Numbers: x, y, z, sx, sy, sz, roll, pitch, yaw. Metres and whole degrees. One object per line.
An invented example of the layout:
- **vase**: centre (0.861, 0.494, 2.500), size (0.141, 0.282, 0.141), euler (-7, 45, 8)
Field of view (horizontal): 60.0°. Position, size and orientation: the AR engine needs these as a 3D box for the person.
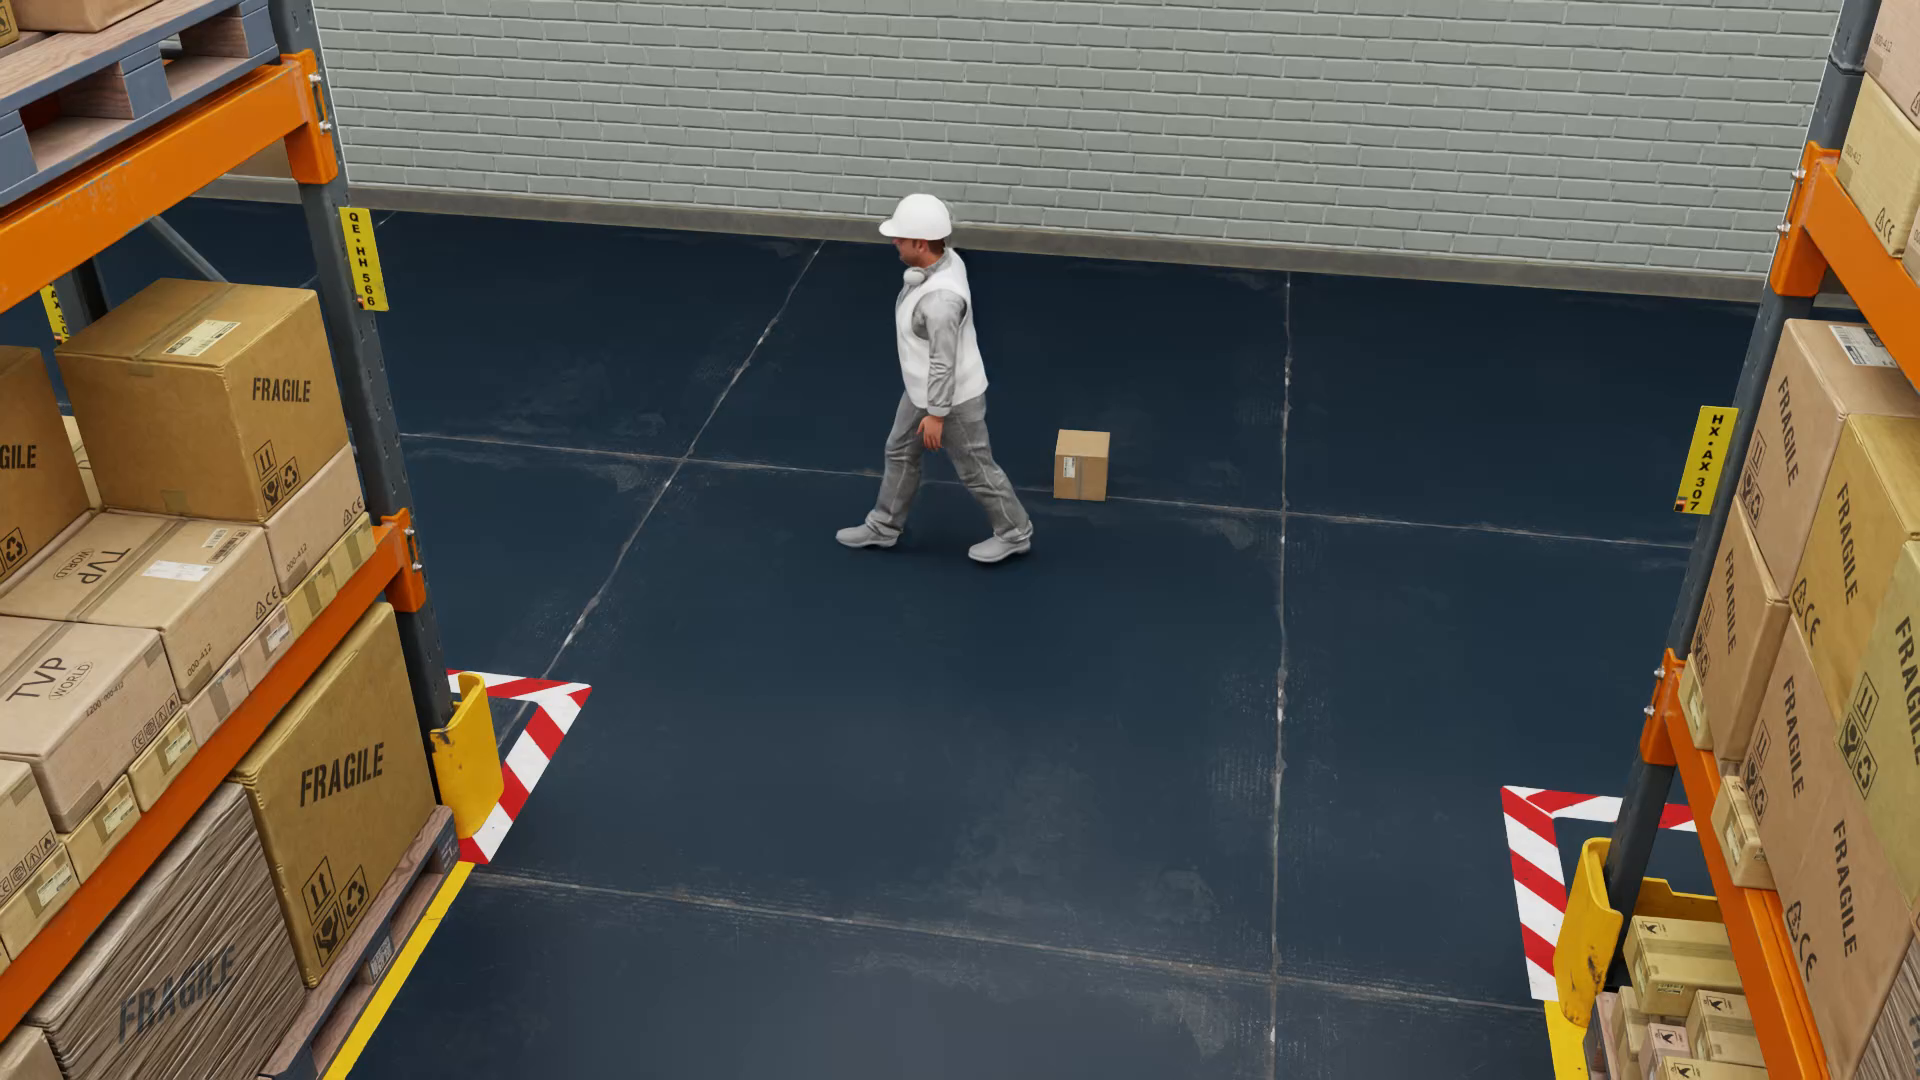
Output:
- **person**: centre (-0.104, -0.655, 7.163), size (0.890, 1.741, 0.553), euler (-5, 33, -8)
